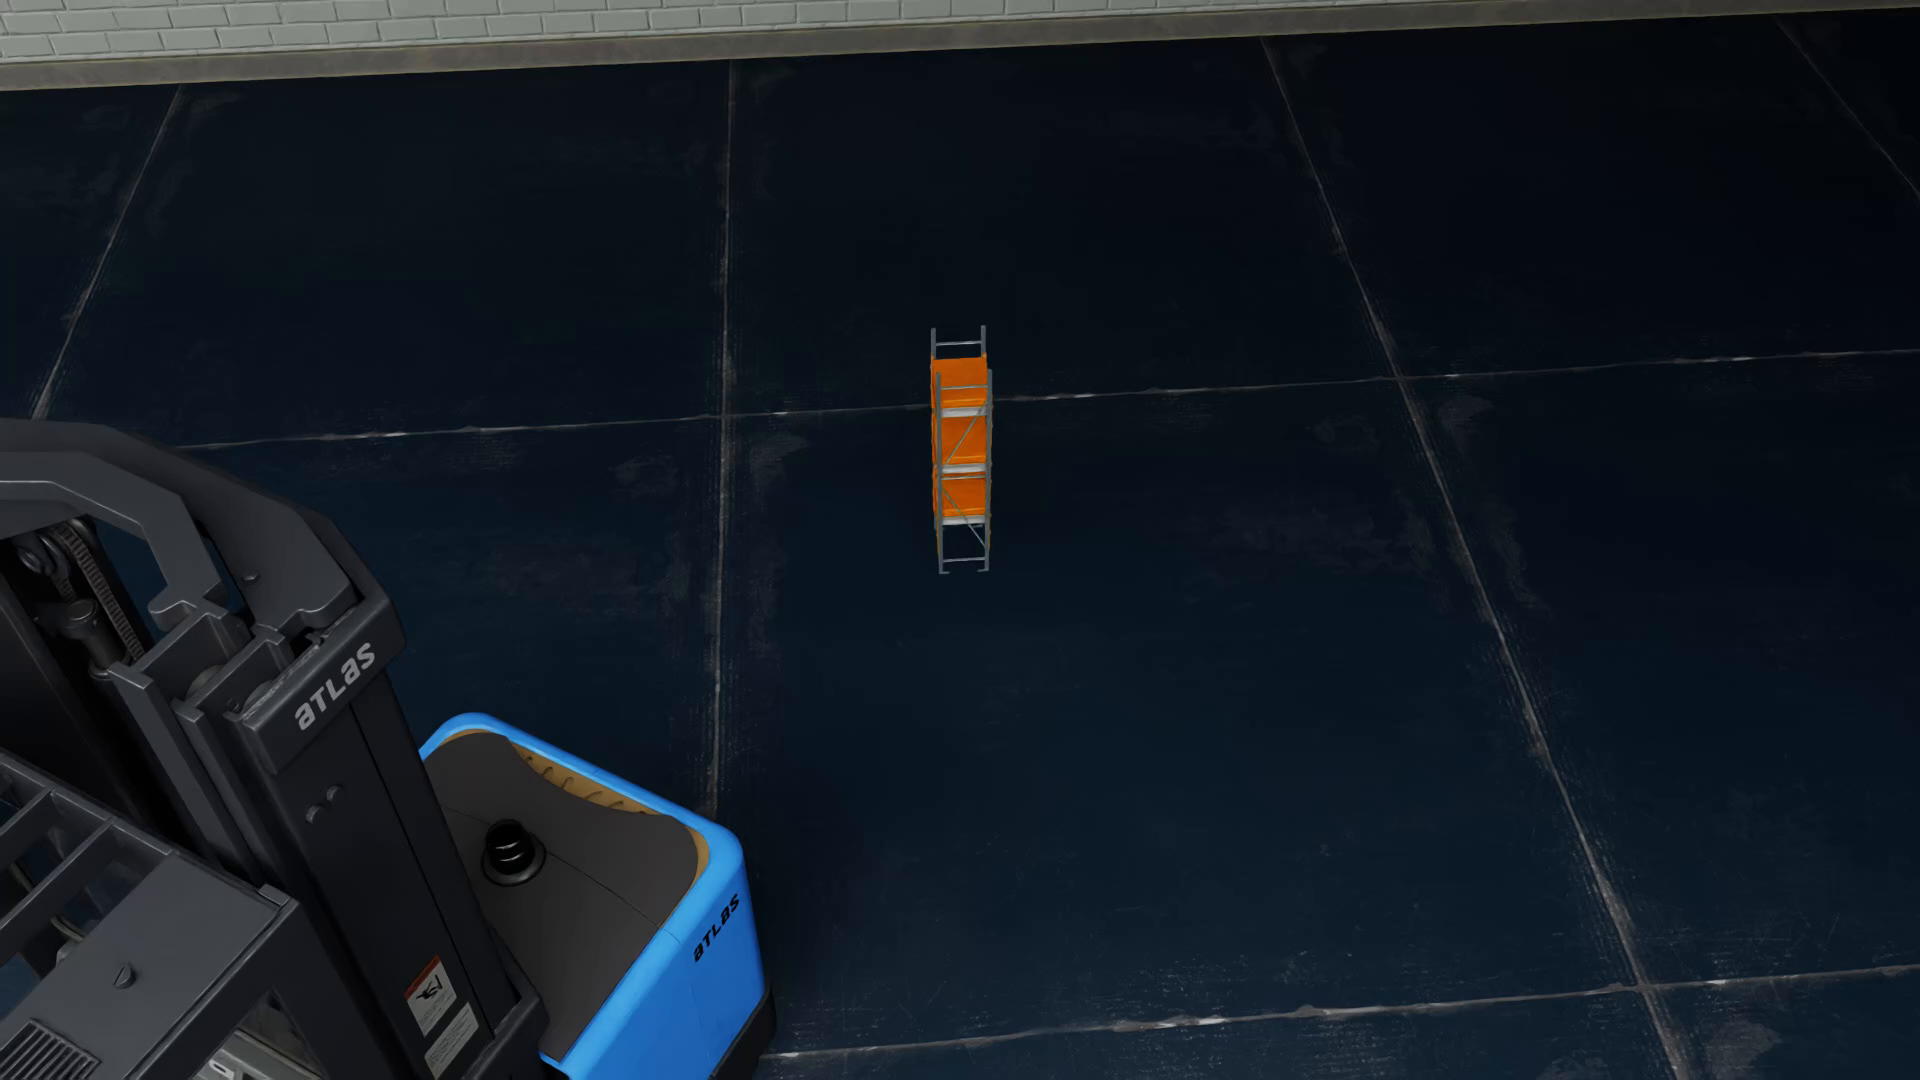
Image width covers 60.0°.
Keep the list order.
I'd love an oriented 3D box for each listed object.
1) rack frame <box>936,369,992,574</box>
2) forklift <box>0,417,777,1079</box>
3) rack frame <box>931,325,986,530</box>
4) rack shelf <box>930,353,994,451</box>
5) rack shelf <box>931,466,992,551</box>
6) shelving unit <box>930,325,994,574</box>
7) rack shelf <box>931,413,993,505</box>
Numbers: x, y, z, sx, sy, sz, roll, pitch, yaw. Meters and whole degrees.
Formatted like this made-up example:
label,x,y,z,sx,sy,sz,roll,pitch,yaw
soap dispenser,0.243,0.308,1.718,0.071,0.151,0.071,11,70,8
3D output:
label,x,y,z,sx,sy,sz,roll,pitch,yaw
rack frame,0.015,-0.234,6.249,0.200,1.050,0.008,-3,47,-3
forklift,-1.714,1.316,3.485,1.130,2.935,3.031,21,50,19
rack frame,-0.006,-0.411,6.416,0.200,1.050,0.008,-3,47,-3
rack shelf,0.004,-0.510,6.134,0.215,0.259,0.240,-3,47,-3
rack shelf,0.004,-0.124,6.542,0.215,0.259,0.240,-3,47,-3
shelving unit,0.004,-0.322,6.332,0.215,1.050,0.252,-3,47,-3
rack shelf,0.004,-0.315,6.340,0.215,0.259,0.240,-3,47,-3
